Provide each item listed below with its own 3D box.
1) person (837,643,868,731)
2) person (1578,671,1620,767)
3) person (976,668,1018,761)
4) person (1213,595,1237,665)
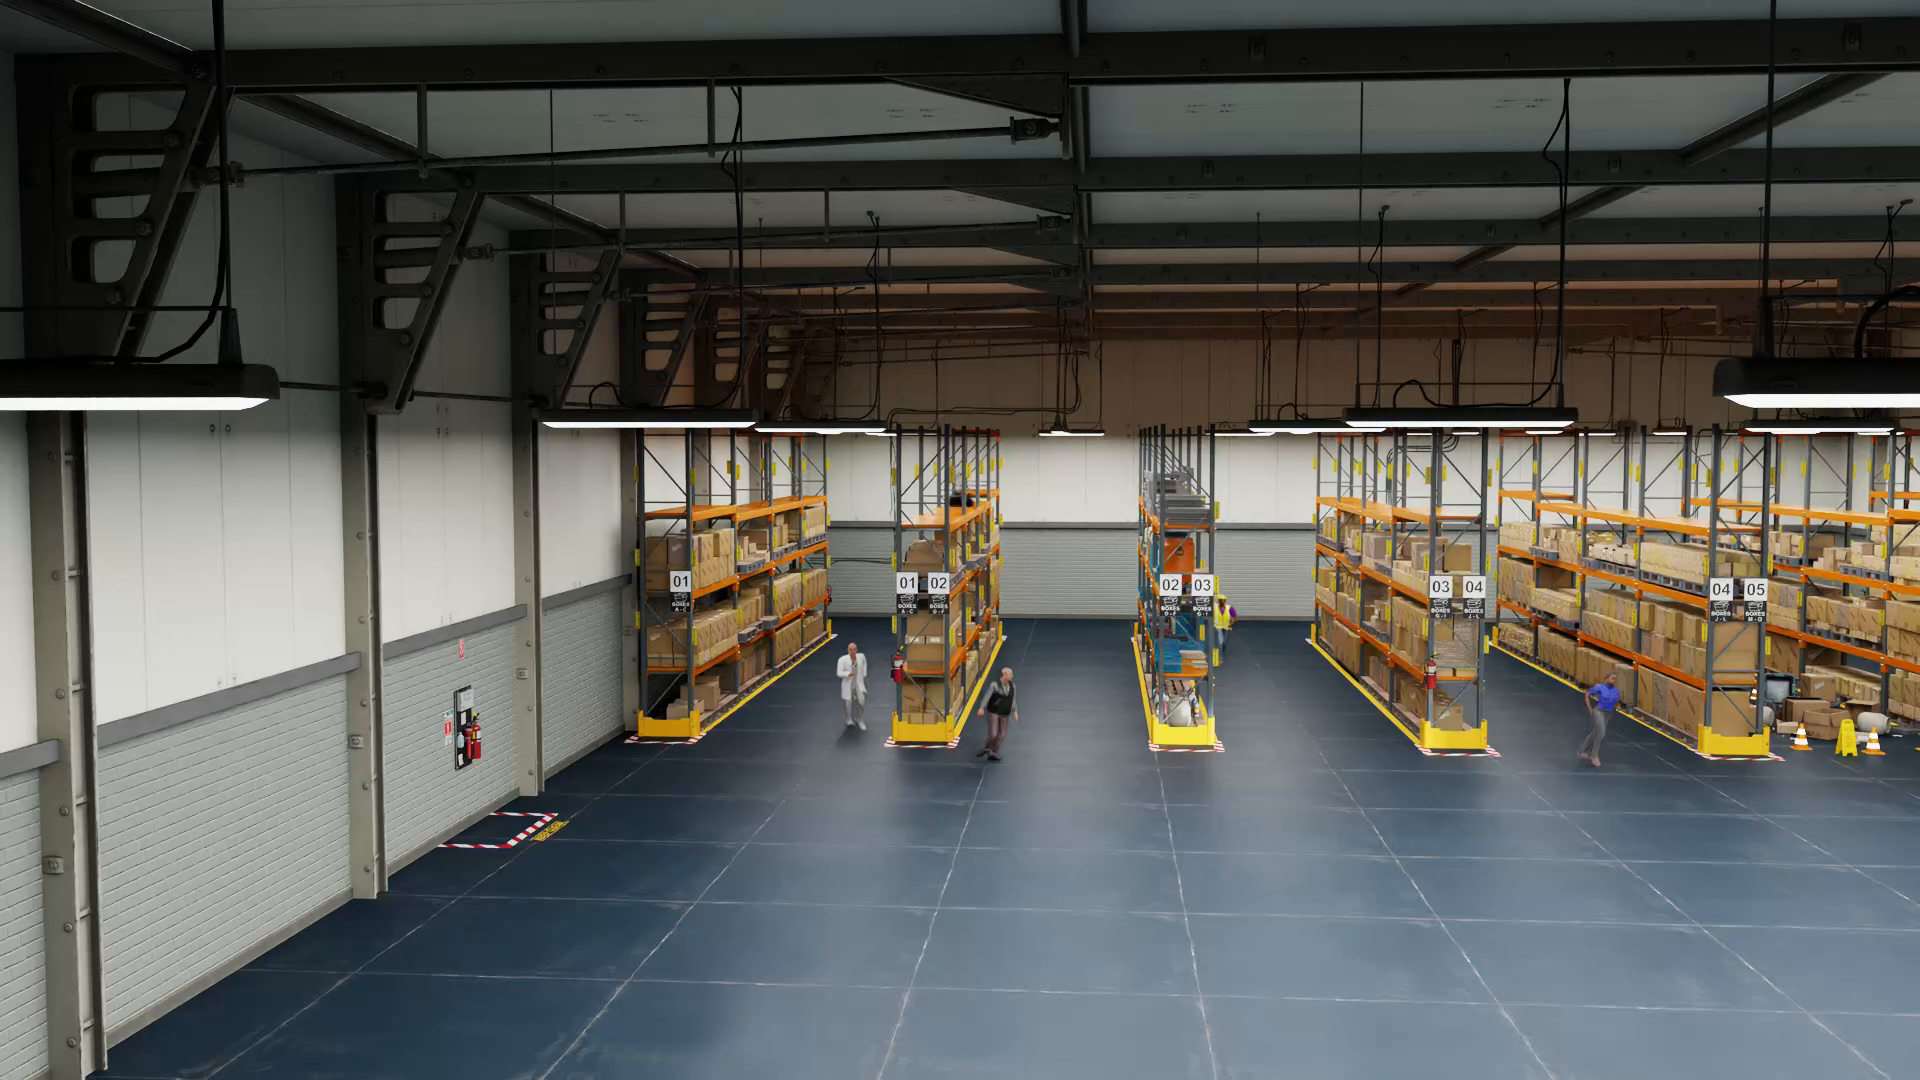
[{"bbox_3d":[-2.112,2.867,32.631,0.641,1.728,1.029,-1,4,-10],"label":"person"},{"bbox_3d":[11.253,3.113,29.279,0.683,1.620,0.780,-1,4,-22],"label":"person"},{"bbox_3d":[0.669,3.090,29.515,0.692,1.685,0.529,-2,4,-32],"label":"person"},{"bbox_3d":[6.699,2.269,42.415,0.710,1.775,0.817,0,3,2],"label":"person"}]
